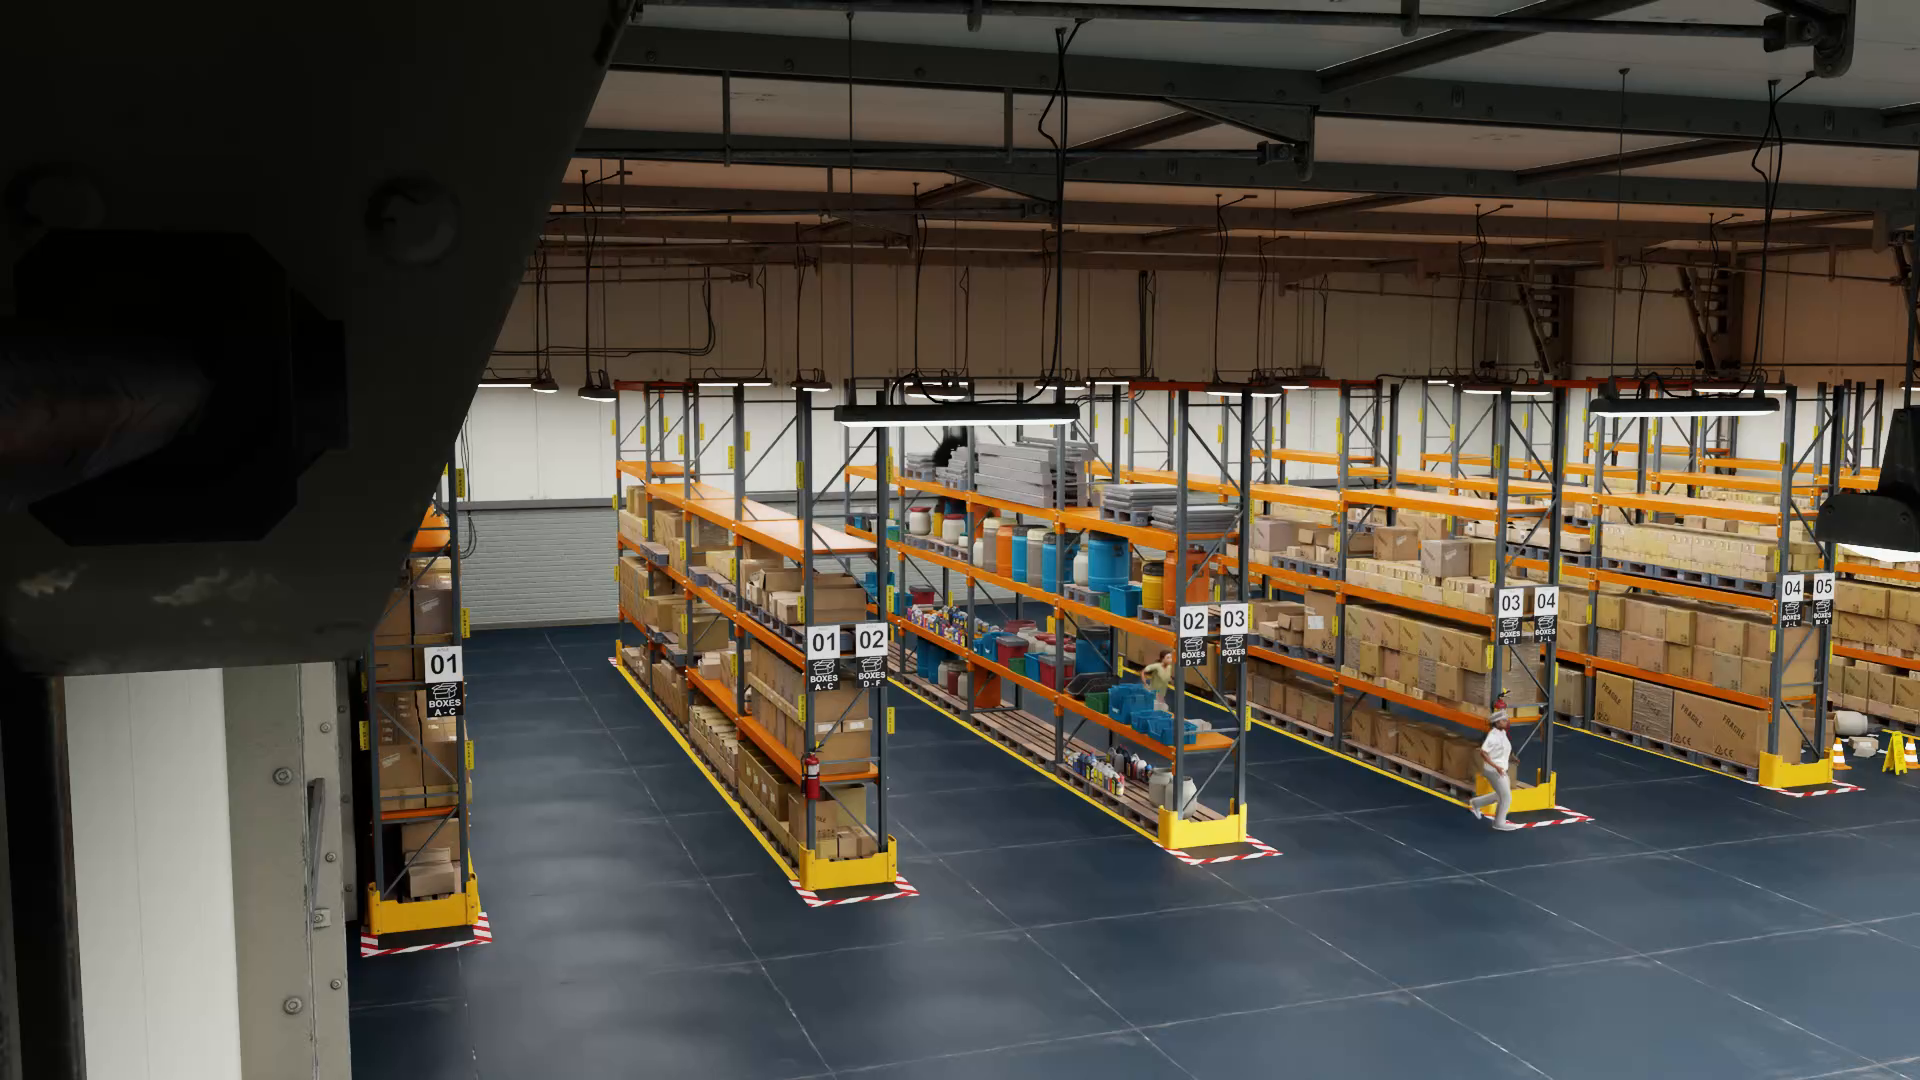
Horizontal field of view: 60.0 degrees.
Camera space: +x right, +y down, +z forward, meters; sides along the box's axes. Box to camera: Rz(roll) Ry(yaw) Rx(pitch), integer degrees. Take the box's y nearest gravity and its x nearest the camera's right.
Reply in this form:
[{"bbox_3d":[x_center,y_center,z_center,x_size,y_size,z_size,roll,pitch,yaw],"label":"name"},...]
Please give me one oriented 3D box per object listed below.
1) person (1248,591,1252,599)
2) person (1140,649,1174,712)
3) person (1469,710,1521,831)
[{"bbox_3d":[6.066,1.689,35.848,0.665,1.746,0.603,-2,6,-21],"label":"person"},{"bbox_3d":[3.243,2.615,27.650,0.596,1.657,0.862,-5,8,-41],"label":"person"},{"bbox_3d":[7.265,3.117,22.608,0.646,1.659,0.571,4,7,31],"label":"person"}]
